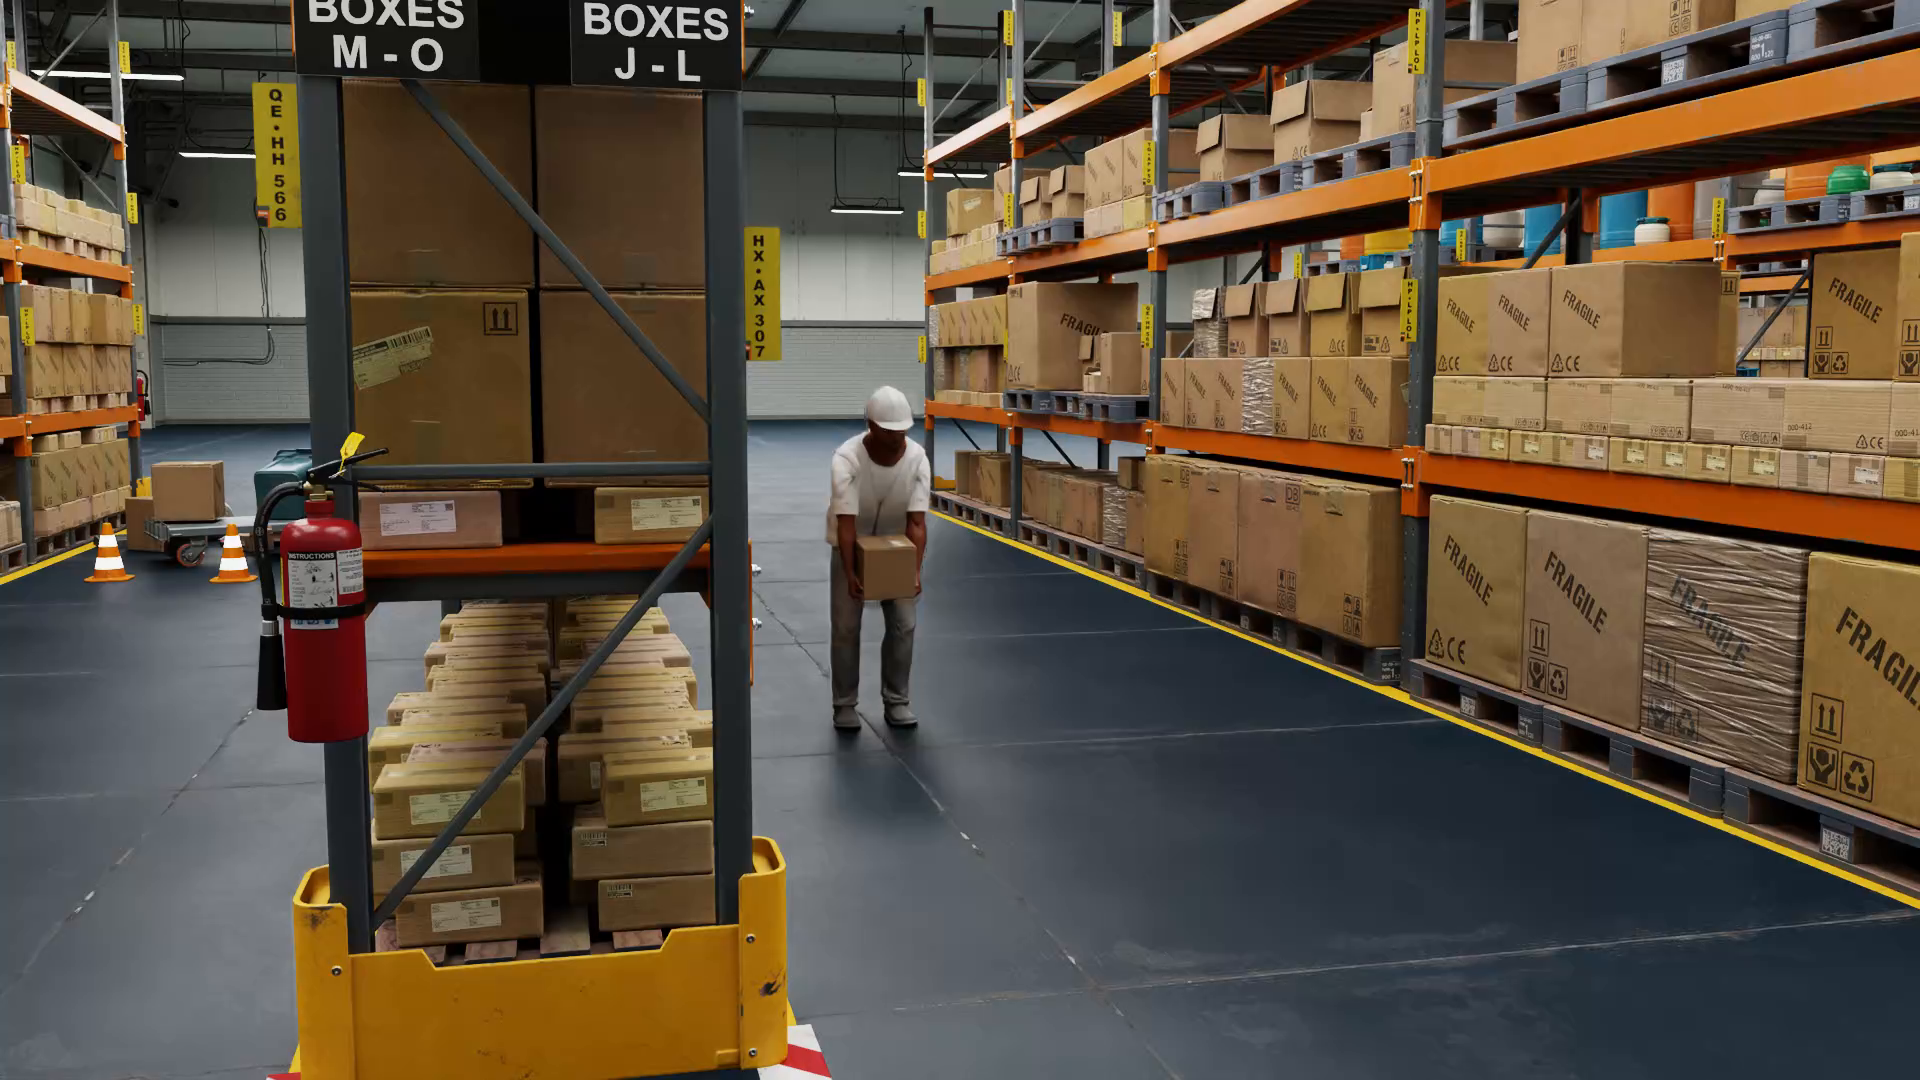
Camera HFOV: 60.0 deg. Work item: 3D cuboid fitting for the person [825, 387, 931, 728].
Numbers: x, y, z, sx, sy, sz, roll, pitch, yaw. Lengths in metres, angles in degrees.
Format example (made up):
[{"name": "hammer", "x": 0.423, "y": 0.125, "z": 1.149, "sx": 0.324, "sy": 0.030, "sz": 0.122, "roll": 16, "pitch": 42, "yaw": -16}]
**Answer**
[{"name": "person", "x": -0.383, "y": 0.092, "z": 7.990, "sx": 0.483, "sy": 1.656, "sz": 0.695, "roll": -2, "pitch": 6, "yaw": -15}]
